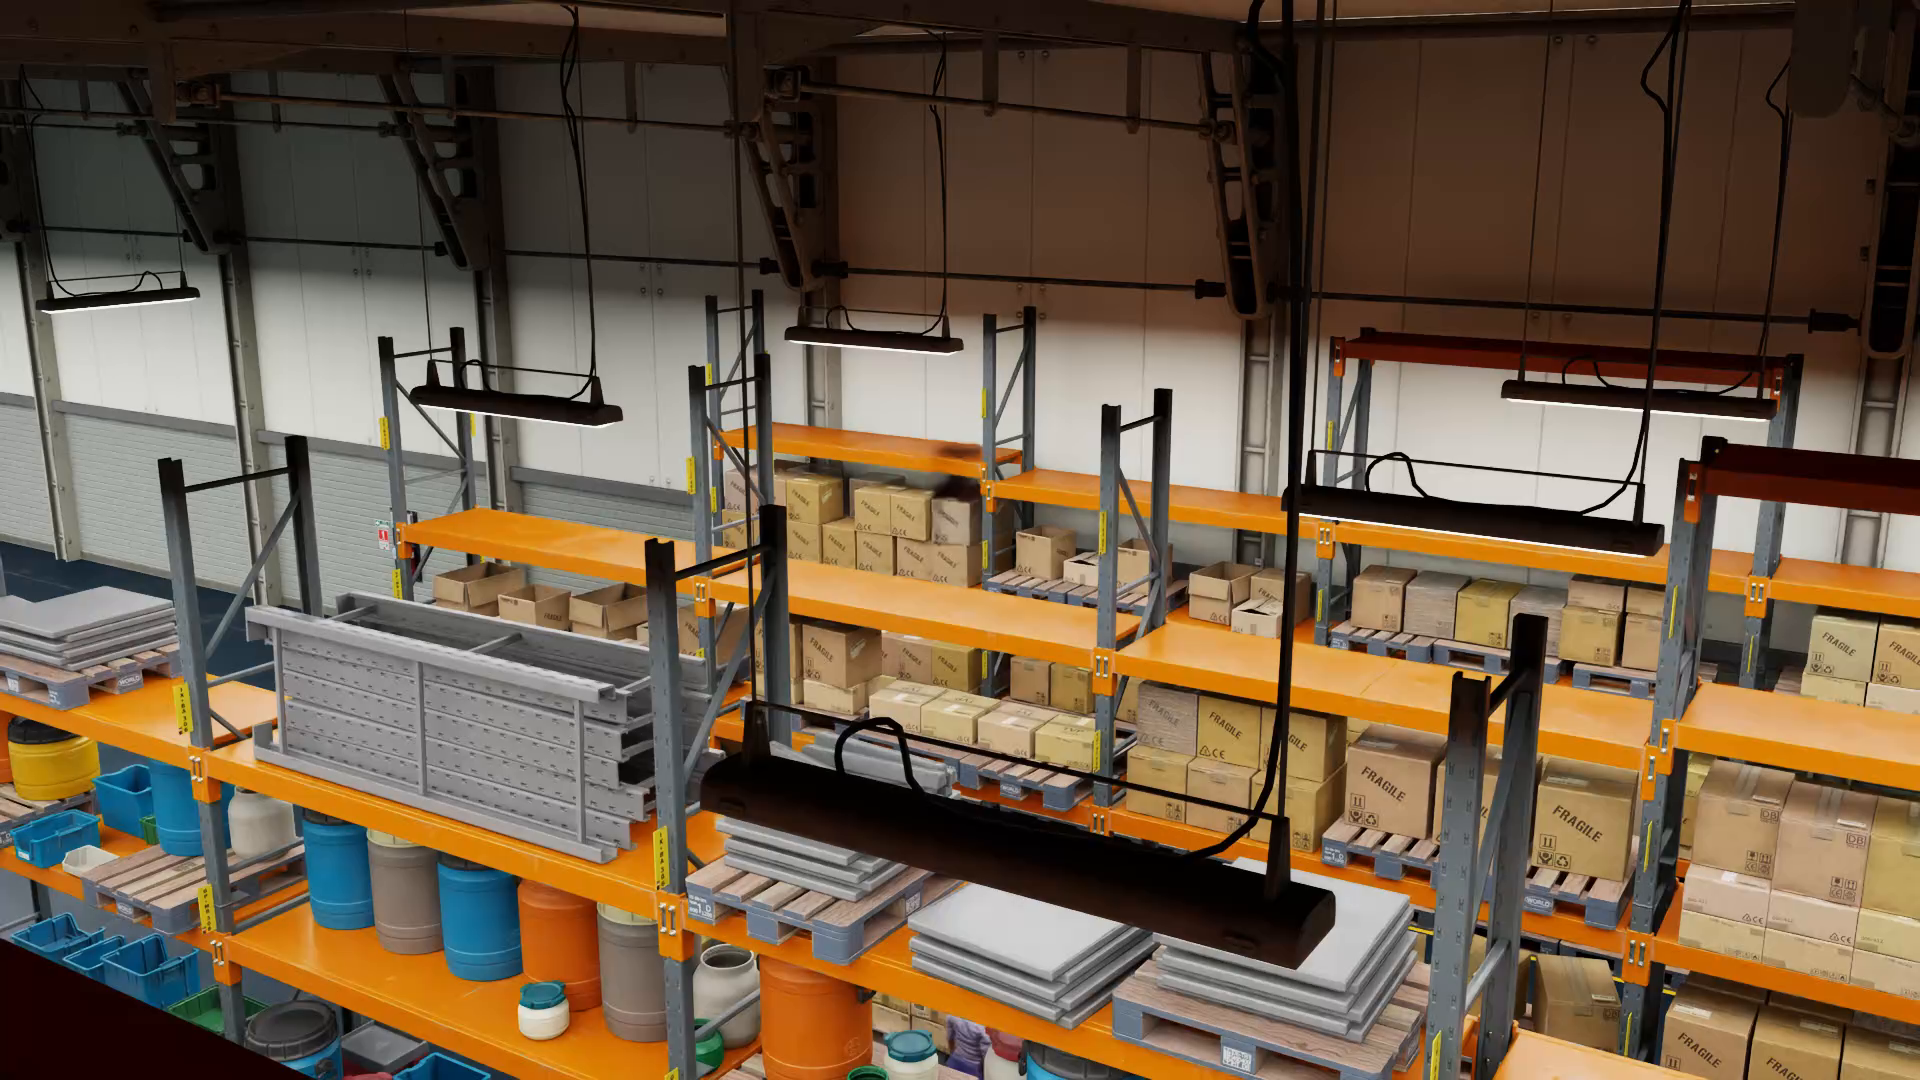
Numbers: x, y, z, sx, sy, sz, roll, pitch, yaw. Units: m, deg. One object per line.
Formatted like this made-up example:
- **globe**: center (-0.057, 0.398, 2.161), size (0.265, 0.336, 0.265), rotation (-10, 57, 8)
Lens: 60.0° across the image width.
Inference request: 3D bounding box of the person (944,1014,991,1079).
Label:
- **person**: center (0.100, 4.179, 12.884), size (0.484, 1.660, 0.386), rotation (12, 18, 39)
